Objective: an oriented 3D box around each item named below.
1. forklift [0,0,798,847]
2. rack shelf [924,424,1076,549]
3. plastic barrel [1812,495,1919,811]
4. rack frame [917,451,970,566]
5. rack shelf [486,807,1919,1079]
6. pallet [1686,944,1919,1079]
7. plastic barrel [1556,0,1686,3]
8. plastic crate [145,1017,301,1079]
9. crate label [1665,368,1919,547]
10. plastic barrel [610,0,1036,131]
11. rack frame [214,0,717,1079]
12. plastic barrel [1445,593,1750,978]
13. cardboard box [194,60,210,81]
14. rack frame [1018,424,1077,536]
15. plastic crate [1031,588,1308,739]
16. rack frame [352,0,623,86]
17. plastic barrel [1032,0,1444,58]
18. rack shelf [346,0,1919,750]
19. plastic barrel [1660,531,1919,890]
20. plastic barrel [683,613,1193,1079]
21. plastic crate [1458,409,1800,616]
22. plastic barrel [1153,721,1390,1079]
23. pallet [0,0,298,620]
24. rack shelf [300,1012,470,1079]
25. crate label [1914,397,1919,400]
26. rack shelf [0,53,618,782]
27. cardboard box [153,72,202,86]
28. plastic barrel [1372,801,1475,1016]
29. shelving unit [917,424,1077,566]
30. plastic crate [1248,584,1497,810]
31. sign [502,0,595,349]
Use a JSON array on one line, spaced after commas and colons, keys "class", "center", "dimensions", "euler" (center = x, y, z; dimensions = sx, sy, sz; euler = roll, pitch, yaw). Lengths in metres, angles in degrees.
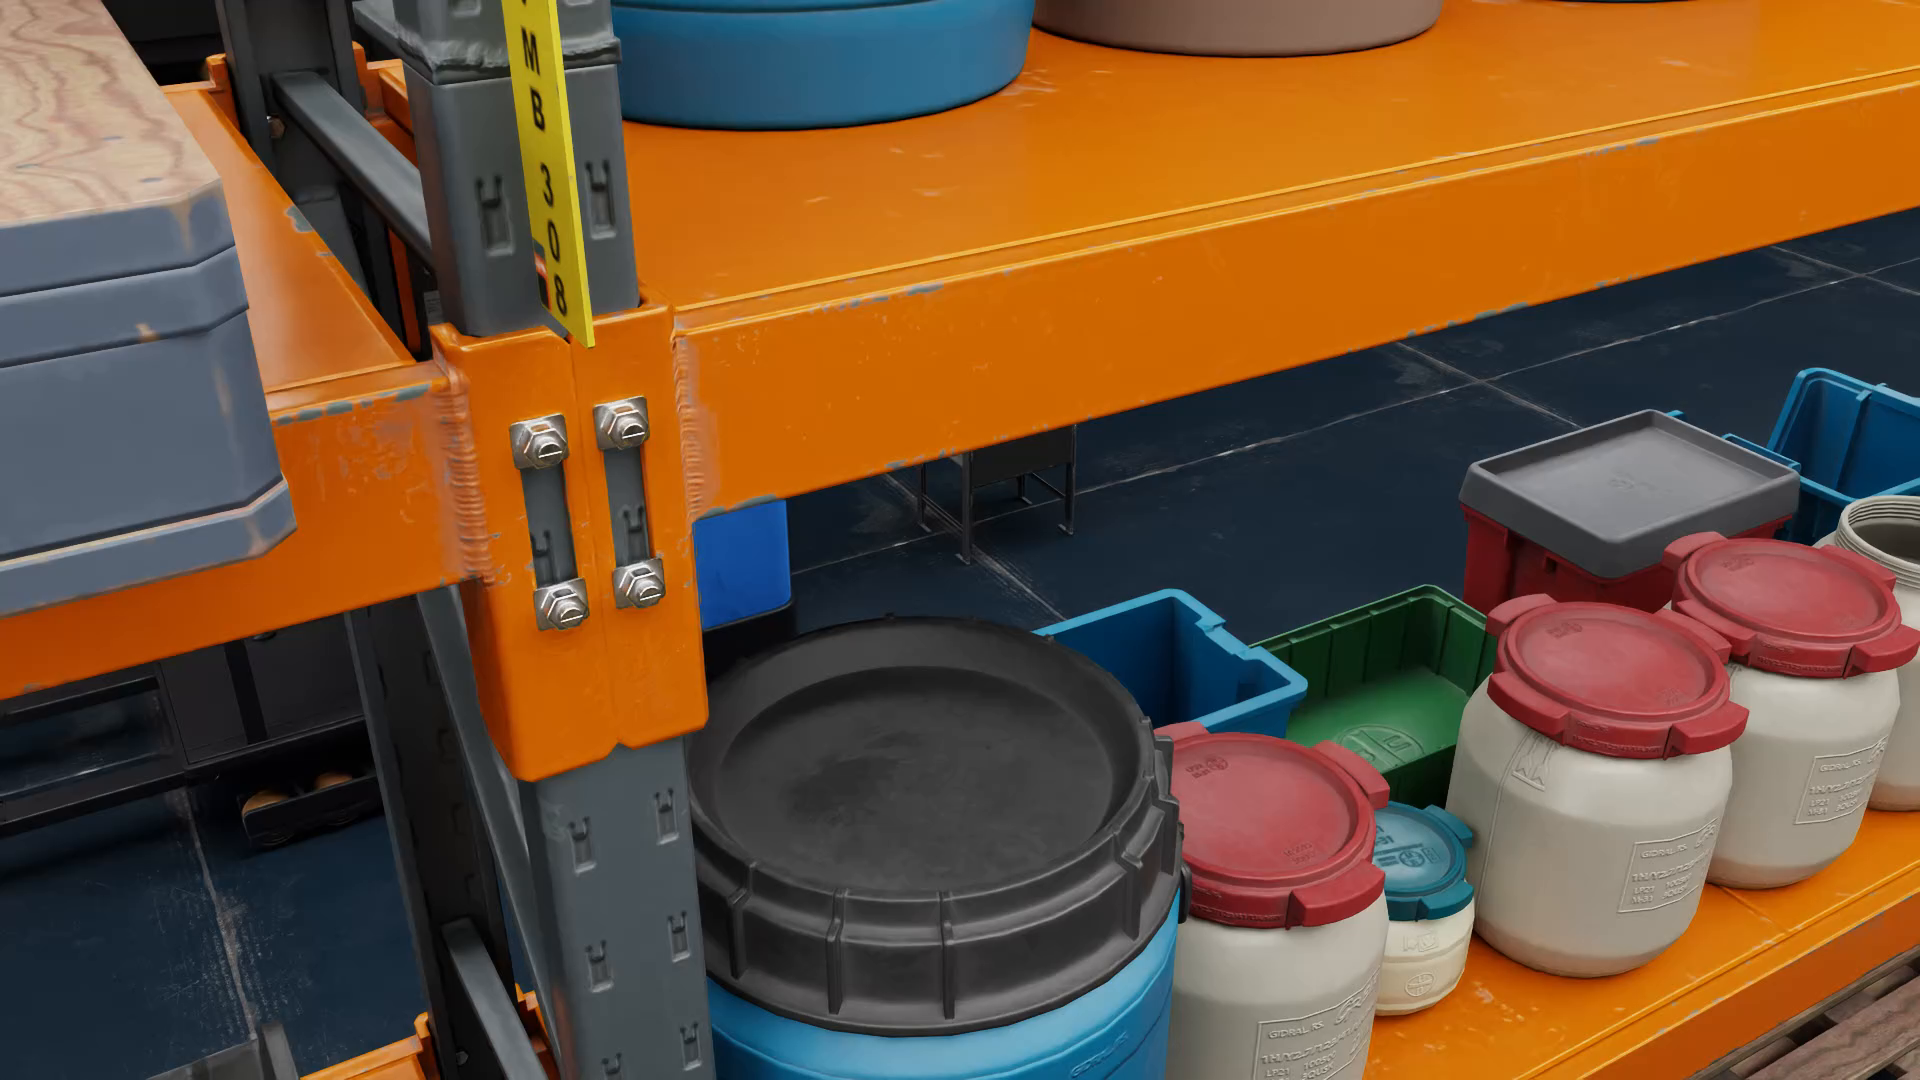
[{"class": "forklift", "center": [-2.103, -0.646, 4.887], "dimensions": [3.031, 2.935, 1.130], "euler": [-16, 33, -26]}, {"class": "rack shelf", "center": [0.143, -0.335, 6.661], "dimensions": [0.480, 0.518, 0.431], "euler": [-16, 33, -26]}, {"class": "plastic barrel", "center": [1.770, 0.213, 3.144], "dimensions": [0.421, 0.512, 0.421], "euler": [0, 29, 0]}, {"class": "rack frame", "center": [-0.068, -0.900, 6.208], "dimensions": [0.015, 2.100, 0.400], "euler": [-16, 33, -26]}, {"class": "rack shelf", "center": [1.188, 0.622, 3.262], "dimensions": [4.000, 0.370, 1.077], "euler": [-16, 33, -26]}, {"class": "pallet", "center": [2.224, 1.212, 4.335], "dimensions": [1.213, 0.211, 1.003], "euler": [-16, 33, -26]}, {"class": "plastic barrel", "center": [0.920, -1.271, 2.325], "dimensions": [0.708, 0.901, 0.600], "euler": [-16, 33, -26]}, {"class": "plastic crate", "center": [-1.053, 0.899, 2.080], "dimensions": [0.504, 0.338, 0.767], "euler": [-16, 33, -26]}, {"class": "crate label", "center": [1.918, -0.067, 3.730], "dimensions": [0.616, 0.435, 0.502], "euler": [-16, 33, -26]}, {"class": "plastic barrel", "center": [-0.208, -0.951, 1.745], "dimensions": [0.708, 0.901, 0.600], "euler": [-16, 33, -26]}, {"class": "rack frame", "center": [-0.537, 0.797, 2.201], "dimensions": [0.127, 3.000, 1.000], "euler": [-16, 33, -26]}, {"class": "plastic barrel", "center": [1.032, 0.415, 2.753], "dimensions": [0.433, 0.535, 0.433], "euler": [0, 29, 0]}, {"class": "cardboard box", "center": [-4.552, -3.053, 10.533], "dimensions": [0.500, 0.250, 0.500], "euler": [-17, 33, -27]}, {"class": "rack frame", "center": [0.353, -1.020, 6.424], "dimensions": [0.015, 2.100, 0.400], "euler": [-16, 33, -26]}, {"class": "plastic crate", "center": [0.257, 0.404, 2.929], "dimensions": [0.575, 0.384, 0.392], "euler": [-16, 33, -26]}, {"class": "rack frame", "center": [-0.537, -1.829, 0.752], "dimensions": [0.127, 3.000, 1.000], "euler": [-16, 33, -26]}, {"class": "plastic barrel", "center": [0.356, -1.111, 2.035], "dimensions": [0.600, 0.901, 0.600], "euler": [0, 29, 0]}, {"class": "rack shelf", "center": [1.188, -0.691, 2.537], "dimensions": [4.000, 0.370, 1.077], "euler": [-16, 33, -26]}, {"class": "plastic barrel", "center": [1.405, 0.309, 2.945], "dimensions": [0.433, 0.535, 0.433], "euler": [0, 29, 0]}, {"class": "plastic barrel", "center": [-0.050, 0.609, 2.023], "dimensions": [0.708, 0.901, 0.600], "euler": [-16, 33, -26]}, {"class": "plastic crate", "center": [1.364, 0.058, 3.474], "dimensions": [0.583, 0.464, 0.402], "euler": [-16, 33, -26]}, {"class": "plastic barrel", "center": [0.399, 0.595, 2.427], "dimensions": [0.433, 0.535, 0.433], "euler": [0, 29, 0]}, {"class": "pallet", "center": [-1.109, -0.216, 1.128], "dimensions": [1.003, 0.211, 1.213], "euler": [-16, 33, -26]}, {"class": "rack shelf", "center": [-2.261, 1.602, 1.488], "dimensions": [4.000, 0.370, 1.077], "euler": [-16, 33, -26]}, {"class": "crate label", "center": [2.359, -0.162, 4.112], "dimensions": [0.416, 0.233, 0.303], "euler": [-16, 33, -26]}, {"class": "rack shelf", "center": [-2.261, 0.288, 0.763], "dimensions": [4.000, 0.370, 1.077], "euler": [-16, 33, -26]}, {"class": "cardboard box", "center": [-4.930, -2.615, 10.516], "dimensions": [0.500, 0.500, 0.700], "euler": [-15, 32, -25]}, {"class": "plastic barrel", "center": [0.682, 0.598, 2.706], "dimensions": [0.301, 0.262, 0.301], "euler": [0, 29, 0]}, {"class": "shelving unit", "center": [0.143, -0.960, 6.316], "dimensions": [0.503, 2.100, 0.431], "euler": [-16, 33, -26]}, {"class": "plastic crate", "center": [0.822, 0.346, 3.238], "dimensions": [0.662, 0.188, 0.450], "euler": [-16, 33, -26]}, {"class": "sign", "center": [-0.268, -0.288, 1.054], "dimensions": [0.005, 0.325, 0.100], "euler": [-16, 33, -26]}]
